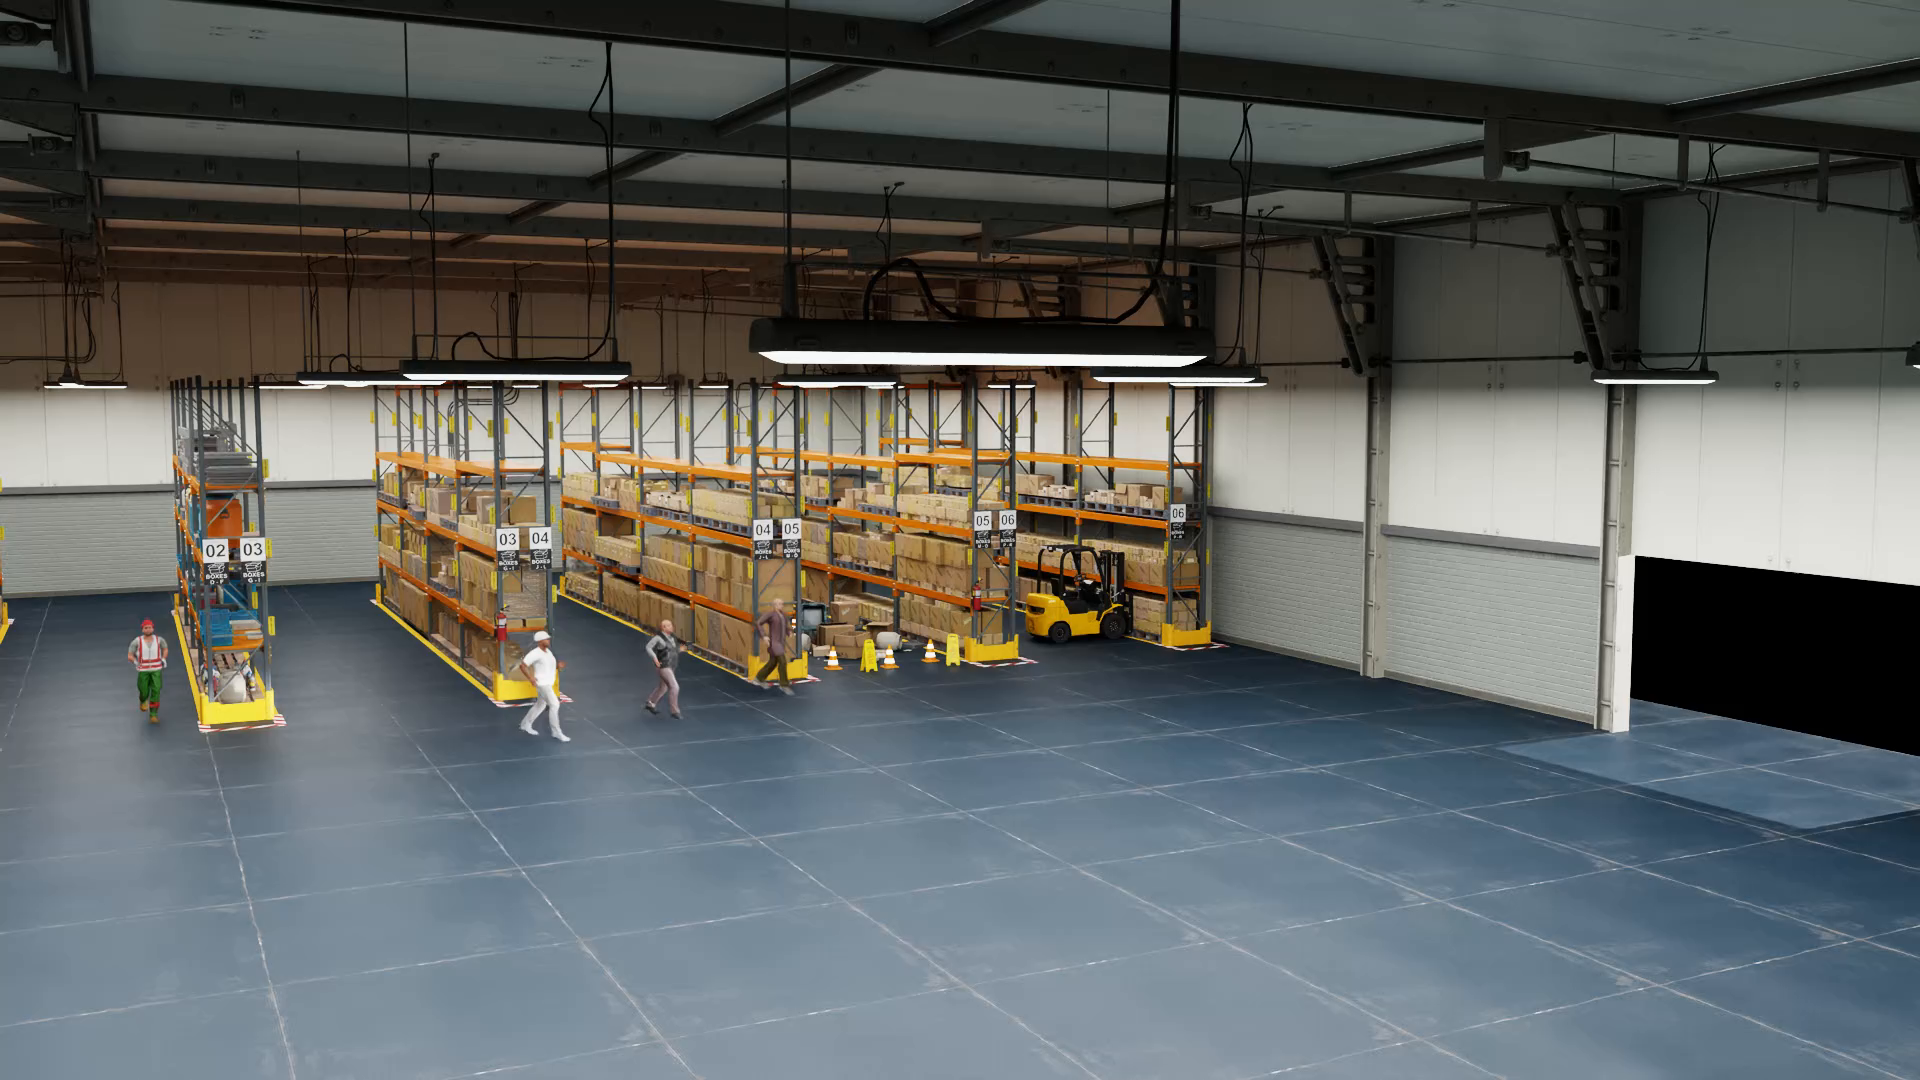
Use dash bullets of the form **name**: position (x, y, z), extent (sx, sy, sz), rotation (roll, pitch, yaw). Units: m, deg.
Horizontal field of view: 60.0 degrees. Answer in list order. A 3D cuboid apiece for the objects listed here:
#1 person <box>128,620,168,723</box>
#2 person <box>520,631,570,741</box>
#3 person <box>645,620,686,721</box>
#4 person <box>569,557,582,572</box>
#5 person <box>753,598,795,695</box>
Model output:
- **person**: position (-14.078, 2.271, 28.892), extent (0.658, 1.754, 0.889), rotation (-3, 6, -32)
- **person**: position (-6.845, 2.394, 27.351), extent (0.876, 1.802, 0.686), rotation (0, 5, 2)
- **person**: position (-5.167, 2.278, 29.178), extent (0.820, 1.778, 0.633), rotation (2, 5, 17)
- **person**: position (-11.252, 0.525, 48.843), extent (0.602, 1.701, 0.707), rotation (1, 5, 9)
- **person**: position (-3.523, 2.065, 31.747), extent (0.961, 1.736, 0.707), rotation (2, 6, 23)
